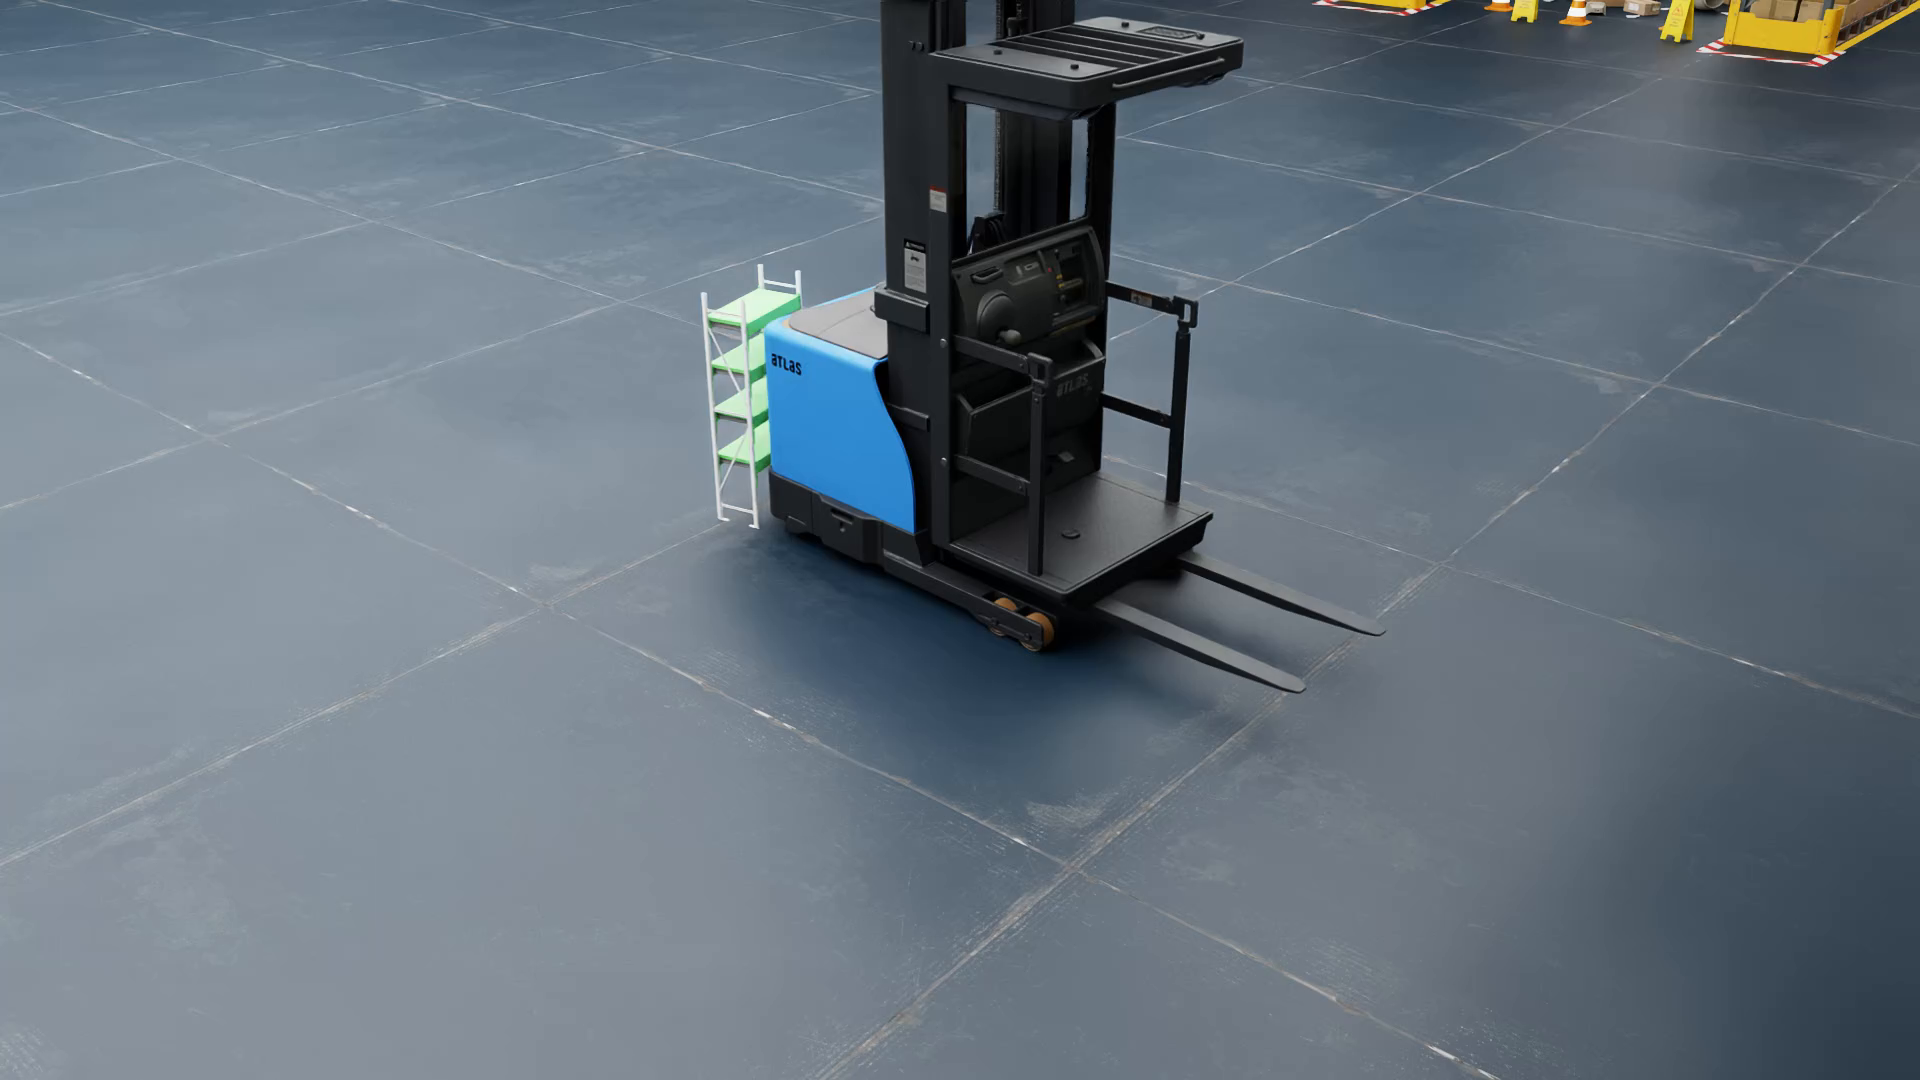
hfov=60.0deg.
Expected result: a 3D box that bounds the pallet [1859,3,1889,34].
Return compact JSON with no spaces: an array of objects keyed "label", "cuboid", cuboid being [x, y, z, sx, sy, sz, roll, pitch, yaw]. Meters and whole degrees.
[{"label":"pallet","cuboid":[10.818,-6.527,20.638,1.003,0.211,1.213,21,34,34]}]

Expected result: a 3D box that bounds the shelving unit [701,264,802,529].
[{"label":"shelving unit","cuboid":[-1.009,-0.717,8.330,0.258,1.200,0.503,13,30,24]}]

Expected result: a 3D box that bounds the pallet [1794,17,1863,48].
[{"label":"pallet","cuboid":[10.041,-6.097,19.805,1.003,0.211,1.213,21,34,34]}]

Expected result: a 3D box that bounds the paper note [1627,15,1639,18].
[{"label":"paper note","cuboid":[8.514,-6.629,21.030,0.148,0.019,0.142,9,29,17]}]

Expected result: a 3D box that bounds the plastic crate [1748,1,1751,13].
[{"label":"plastic crate","cuboid":[10.362,-6.835,21.375,0.402,0.080,0.583,9,29,17]}]

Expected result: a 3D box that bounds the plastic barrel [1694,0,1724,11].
[{"label":"plastic barrel","cuboid":[9.595,-7.061,21.438,0.421,0.421,0.512,-5,28,-9]}]

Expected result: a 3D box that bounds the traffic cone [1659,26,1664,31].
[{"label":"traffic cone","cuboid":[8.727,-6.433,20.182,0.336,0.463,0.334,21,34,34]}]

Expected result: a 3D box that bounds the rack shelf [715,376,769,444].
[{"label":"rack shelf","cuboid":[-1.009,-0.660,8.359,0.258,0.148,0.480,13,30,24]}]

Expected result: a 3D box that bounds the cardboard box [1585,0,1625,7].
[{"label":"cardboard box","cuboid":[8.613,-7.284,21.783,0.797,0.503,0.637,0,27,0]}]

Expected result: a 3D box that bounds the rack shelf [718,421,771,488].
[{"label":"rack shelf","cuboid":[-1.009,-0.447,8.469,0.258,0.148,0.480,13,30,24]}]

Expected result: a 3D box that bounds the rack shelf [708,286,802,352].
[{"label":"rack shelf","cuboid":[-1.009,-1.086,8.138,0.258,0.148,0.480,13,30,24]}]

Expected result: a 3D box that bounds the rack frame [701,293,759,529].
[{"label":"rack frame","cuboid":[-1.120,-0.617,8.137,0.240,1.200,0.015,13,30,24]}]

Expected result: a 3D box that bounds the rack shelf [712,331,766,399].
[{"label":"rack shelf","cuboid":[-1.009,-0.873,8.249,0.258,0.148,0.480,13,30,24]}]

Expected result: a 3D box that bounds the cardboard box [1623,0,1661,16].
[{"label":"cardboard box","cuboid":[8.724,-6.819,21.270,0.250,0.149,0.380,-10,29,-18]}]

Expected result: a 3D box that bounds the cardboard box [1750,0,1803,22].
[{"label":"cardboard box","cuboid":[9.771,-6.369,19.833,0.500,0.250,0.500,21,34,34]}]

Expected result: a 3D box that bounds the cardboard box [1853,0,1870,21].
[{"label":"cardboard box","cuboid":[10.506,-6.380,19.853,0.500,0.250,0.500,22,35,36]}]

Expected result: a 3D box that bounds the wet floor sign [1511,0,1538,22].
[{"label":"wet floor sign","cuboid":[7.075,-6.807,20.705,0.267,0.644,0.232,15,31,26]}]

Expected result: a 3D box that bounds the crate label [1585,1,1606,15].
[{"label":"crate label","cuboid":[8.106,-6.789,21.225,0.250,0.136,0.298,4,28,8]}]

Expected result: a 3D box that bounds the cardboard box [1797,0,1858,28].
[{"label":"cardboard box","cuboid":[10.175,-6.201,19.508,0.500,0.250,0.500,20,34,34]}]

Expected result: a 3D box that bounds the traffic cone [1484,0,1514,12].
[{"label":"traffic cone","cuboid":[6.999,-7.088,21.447,0.336,0.463,0.334,21,34,34]}]

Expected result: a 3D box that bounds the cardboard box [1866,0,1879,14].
[{"label":"cardboard box","cuboid":[10.843,-6.577,20.234,0.500,0.250,0.500,24,35,38]}]

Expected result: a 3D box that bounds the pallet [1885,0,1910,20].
[{"label":"pallet","cuboid":[11.593,-6.962,21.477,1.003,0.211,1.213,21,34,34]}]

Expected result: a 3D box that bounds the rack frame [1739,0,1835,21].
[{"label":"rack frame","cuboid":[9.449,-7.030,18.576,1.000,3.000,0.127,21,34,34]}]

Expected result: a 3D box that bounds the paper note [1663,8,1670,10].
[{"label":"paper note","cuboid":[9.170,-6.881,21.530,0.142,0.019,0.148,-15,31,-27]}]

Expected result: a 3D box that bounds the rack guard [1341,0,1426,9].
[{"label":"rack guard","cuboid":[5.550,-7.323,21.861,1.175,0.500,0.348,21,34,34]}]

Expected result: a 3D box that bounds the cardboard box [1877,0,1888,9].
[{"label":"cardboard box","cuboid":[11.167,-6.755,20.579,0.500,0.250,0.500,21,34,35]}]

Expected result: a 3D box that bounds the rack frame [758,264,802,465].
[{"label":"rack frame","cuboid":[-0.897,-0.817,8.522,0.240,1.200,0.015,13,30,24]}]

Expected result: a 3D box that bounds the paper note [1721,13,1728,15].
[{"label":"paper note","cuboid":[9.789,-6.721,21.208,0.142,0.019,0.148,9,29,17]}]

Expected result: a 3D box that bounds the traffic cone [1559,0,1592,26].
[{"label":"traffic cone","cuboid":[7.654,-6.637,20.576,0.336,0.463,0.334,21,34,34]}]

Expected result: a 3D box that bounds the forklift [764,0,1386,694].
[{"label":"forklift","cuboid":[0.468,-1.084,7.156,3.031,2.935,1.130,23,35,37]}]

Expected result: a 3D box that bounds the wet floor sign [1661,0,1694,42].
[{"label":"wet floor sign","cuboid":[8.502,-6.230,19.591,0.232,0.644,0.267,-15,31,-27]}]

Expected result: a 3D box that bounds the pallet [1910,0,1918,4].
[{"label":"pallet","cuboid":[12.487,-7.487,22.492,1.003,0.211,1.213,21,34,34]}]

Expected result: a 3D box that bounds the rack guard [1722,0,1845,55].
[{"label":"rack guard","cuboid":[9.497,-5.947,19.202,1.175,0.500,0.348,21,34,34]}]

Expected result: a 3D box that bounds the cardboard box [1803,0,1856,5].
[{"label":"cardboard box","cuboid":[10.190,-6.543,19.352,0.500,0.500,0.500,19,33,33]}]

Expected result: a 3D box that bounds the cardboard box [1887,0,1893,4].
[{"label":"cardboard box","cuboid":[11.494,-6.934,20.925,0.500,0.250,0.500,20,33,33]}]

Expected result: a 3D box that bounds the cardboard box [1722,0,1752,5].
[{"label":"cardboard box","cuboid":[10.262,-7.357,21.925,0.500,0.500,0.500,-5,28,-9]}]
